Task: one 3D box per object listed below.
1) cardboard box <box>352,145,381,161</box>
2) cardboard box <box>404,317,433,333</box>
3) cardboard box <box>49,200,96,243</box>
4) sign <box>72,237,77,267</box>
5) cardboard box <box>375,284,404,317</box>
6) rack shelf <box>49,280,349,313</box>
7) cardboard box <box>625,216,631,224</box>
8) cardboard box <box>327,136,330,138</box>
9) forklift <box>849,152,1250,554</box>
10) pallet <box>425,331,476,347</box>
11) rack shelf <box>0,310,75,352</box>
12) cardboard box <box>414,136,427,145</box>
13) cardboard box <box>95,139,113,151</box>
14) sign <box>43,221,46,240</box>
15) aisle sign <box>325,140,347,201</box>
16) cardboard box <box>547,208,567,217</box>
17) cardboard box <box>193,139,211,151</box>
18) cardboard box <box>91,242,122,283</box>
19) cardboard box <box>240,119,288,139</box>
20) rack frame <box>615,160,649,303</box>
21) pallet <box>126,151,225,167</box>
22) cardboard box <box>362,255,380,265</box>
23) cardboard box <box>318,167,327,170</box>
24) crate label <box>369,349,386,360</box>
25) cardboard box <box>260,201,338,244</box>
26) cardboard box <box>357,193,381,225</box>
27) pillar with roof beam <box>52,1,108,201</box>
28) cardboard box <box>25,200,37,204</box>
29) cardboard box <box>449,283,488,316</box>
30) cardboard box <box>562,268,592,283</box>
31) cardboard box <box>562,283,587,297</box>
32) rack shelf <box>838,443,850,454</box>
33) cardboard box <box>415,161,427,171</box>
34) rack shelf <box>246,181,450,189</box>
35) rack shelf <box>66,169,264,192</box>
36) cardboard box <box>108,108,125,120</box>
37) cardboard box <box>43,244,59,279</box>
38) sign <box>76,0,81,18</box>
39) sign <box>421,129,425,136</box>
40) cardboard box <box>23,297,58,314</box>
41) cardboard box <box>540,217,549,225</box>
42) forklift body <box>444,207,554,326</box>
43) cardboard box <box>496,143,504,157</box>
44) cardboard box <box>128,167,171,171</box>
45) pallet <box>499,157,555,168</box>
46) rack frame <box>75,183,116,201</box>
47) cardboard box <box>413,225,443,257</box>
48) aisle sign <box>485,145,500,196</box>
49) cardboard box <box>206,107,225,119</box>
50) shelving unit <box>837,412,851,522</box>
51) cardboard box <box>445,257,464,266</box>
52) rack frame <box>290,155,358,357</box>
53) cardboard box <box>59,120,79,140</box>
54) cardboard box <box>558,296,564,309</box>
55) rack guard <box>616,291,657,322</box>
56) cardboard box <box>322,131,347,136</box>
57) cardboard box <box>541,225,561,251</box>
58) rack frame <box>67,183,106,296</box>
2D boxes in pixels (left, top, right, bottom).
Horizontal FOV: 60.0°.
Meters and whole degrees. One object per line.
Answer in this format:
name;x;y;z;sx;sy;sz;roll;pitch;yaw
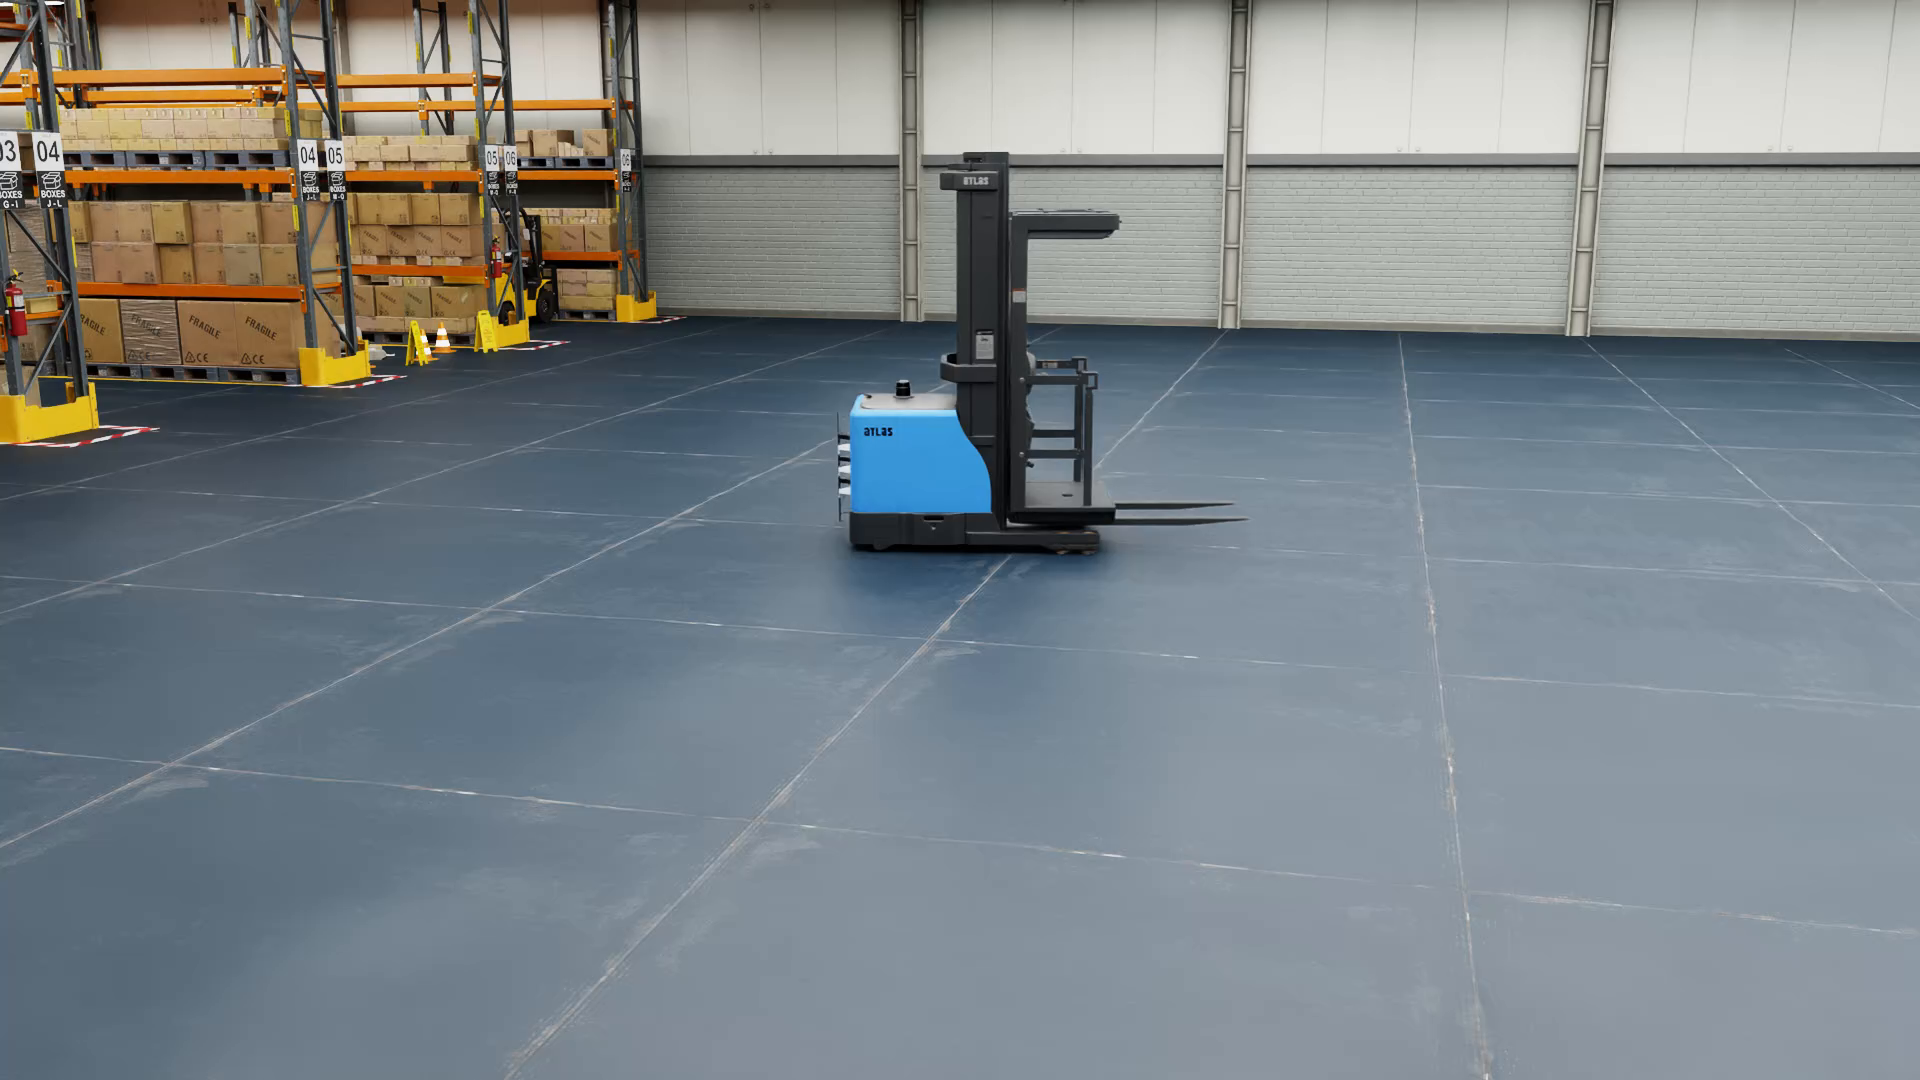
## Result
cardboard box;-9.500;-6.276;27.006;0.500;0.250;0.500;3;13;14
cardboard box;-8.805;-3.569;27.447;0.500;0.250;0.500;3;13;14
cardboard box;-12.076;-4.428;23.100;0.550;0.550;0.875;3;13;14
sign;-9.699;-3.145;18.159;0.005;0.325;0.100;3;13;14
cardboard box;-9.291;-3.962;27.486;0.500;0.500;0.500;3;13;12
rack shelf;-10.484;-3.399;22.962;4.000;0.370;1.077;3;13;14
cardboard box;-6.536;-6.174;32.081;0.250;0.149;0.380;3;13;12
cardboard box;-10.095;-6.501;27.100;0.250;0.149;0.380;3;13;12
forklift;0.681;-1.443;12.645;3.031;2.935;1.130;0;13;0
pallet;-8.309;-3.384;27.675;1.213;0.211;1.003;3;13;14
rack shelf;-11.771;-2.361;18.284;4.000;0.370;1.077;3;13;14
cardboard box;-8.581;-6.433;26.794;0.250;0.149;0.380;3;13;14
cardboard box;-11.417;-5.319;22.413;0.250;0.149;0.380;3;13;13
sign;-12.546;-4.266;22.718;0.005;0.325;0.100;3;13;14
aisle sign;-8.402;-4.975;22.402;0.004;0.787;0.394;3;13;14
cardboard box;-7.678;-6.254;31.756;0.250;0.149;0.380;3;13;15
cardboard box;-9.935;-5.240;22.057;0.250;0.149;0.380;3;13;13
cardboard box;-11.525;-3.886;23.153;0.550;0.550;0.875;3;13;14
cardboard box;-9.085;-5.403;21.869;0.500;0.250;0.500;3;13;14
rack frame;-6.269;-5.736;31.837;0.127;3.000;1.000;3;13;14
pallet;-10.453;-5.166;22.548;1.213;0.211;1.003;3;13;14
cardboard box;-9.618;-4.618;27.376;0.250;0.149;0.380;3;13;13
cardboard box;-10.353;-6.137;27.300;0.250;0.149;0.380;3;13;15
crate label;-8.895;-2.822;25.313;0.298;0.136;0.250;-4;13;-16
cardboard box;-8.893;-4.274;22.406;0.550;0.550;0.875;3;13;14
cardboard box;-9.463;-5.443;27.288;0.500;0.500;0.700;3;13;13
pillar with roof beam;-19.411;-8.608;30.931;0.548;9.000;9.100;3;13;14
cardboard box;-15.786;-5.616;28.757;0.500;0.500;0.500;3;13;12
cardboard box;-8.195;-4.022;27.758;0.500;0.500;0.500;3;13;12
cardboard box;-7.288;-5.071;31.907;0.500;0.250;0.500;3;13;15
cardboard box;-7.301;-4.831;31.980;0.500;0.250;0.500;3;13;13
rack shelf;-0.837;-0.741;13.491;0.200;0.077;0.258;8;15;32
cardboard box;-8.597;-6.048;26.896;0.250;0.149;0.380;3;13;14
rack shelf;-12.094;-7.161;32.993;4.000;0.370;1.077;3;13;14
rack shelf;-13.280;-6.117;28.288;4.000;0.370;1.077;3;13;14
cardboard box;-11.164;-5.696;22.267;0.250;0.149;0.380;3;13;14
cardboard box;-12.997;-3.873;23.210;0.500;0.500;0.500;3;13;13
sign;-12.269;-7.431;23.104;0.005;0.325;0.100;3;13;14
sign;-10.273;-7.700;31.841;0.005;0.325;0.100;3;13;14
cardboard box;-10.048;-2.550;18.058;0.250;0.149;0.380;3;13;14
cardboard box;-7.924;-6.122;31.848;0.250;0.149;0.380;3;13;14
forklift body;-8.547;-5.037;30.643;1.214;2.155;2.313;3;13;14
cardboard box;-8.784;-7.455;31.771;0.258;0.266;0.396;3;13;12
cardboard box;-13.734;-6.549;28.337;0.637;0.503;0.797;3;13;14
pallet;-8.137;-7.262;31.995;1.213;0.211;1.003;3;13;14
rack frame;-17.919;-6.359;34.644;0.127;3.000;1.000;3;13;14
cardboard box;-8.533;-4.883;27.076;0.500;0.500;0.500;3;13;14
aisle sign;-7.464;-5.897;26.561;0.004;0.787;0.394;3;13;14
cardboard box;-9.693;-5.617;21.912;0.250;0.149;0.380;3;13;14
shelving unit;-0.837;-0.597;13.523;0.210;0.900;0.258;8;15;32
cardboard box;-8.141;-4.534;26.997;0.250;0.149;0.380;3;13;13
rack frame;-8.542;-3.646;22.416;0.127;3.000;1.000;3;13;14
cardboard box;-12.018;-5.560;22.575;0.500;0.250;0.500;3;13;14
cardboard box;-7.765;-4.612;32.151;0.500;0.250;0.500;3;13;14
rack guard;-6.246;-4.515;32.102;0.348;0.500;1.175;3;13;14
cardboard box;-12.403;-7.777;32.678;0.500;0.500;0.500;3;13;15
cardboard box;-7.809;-5.811;31.942;0.500;0.500;0.500;3;13;12
rack frame;-15.222;-5.107;29.003;0.127;3.000;1.000;3;13;14
